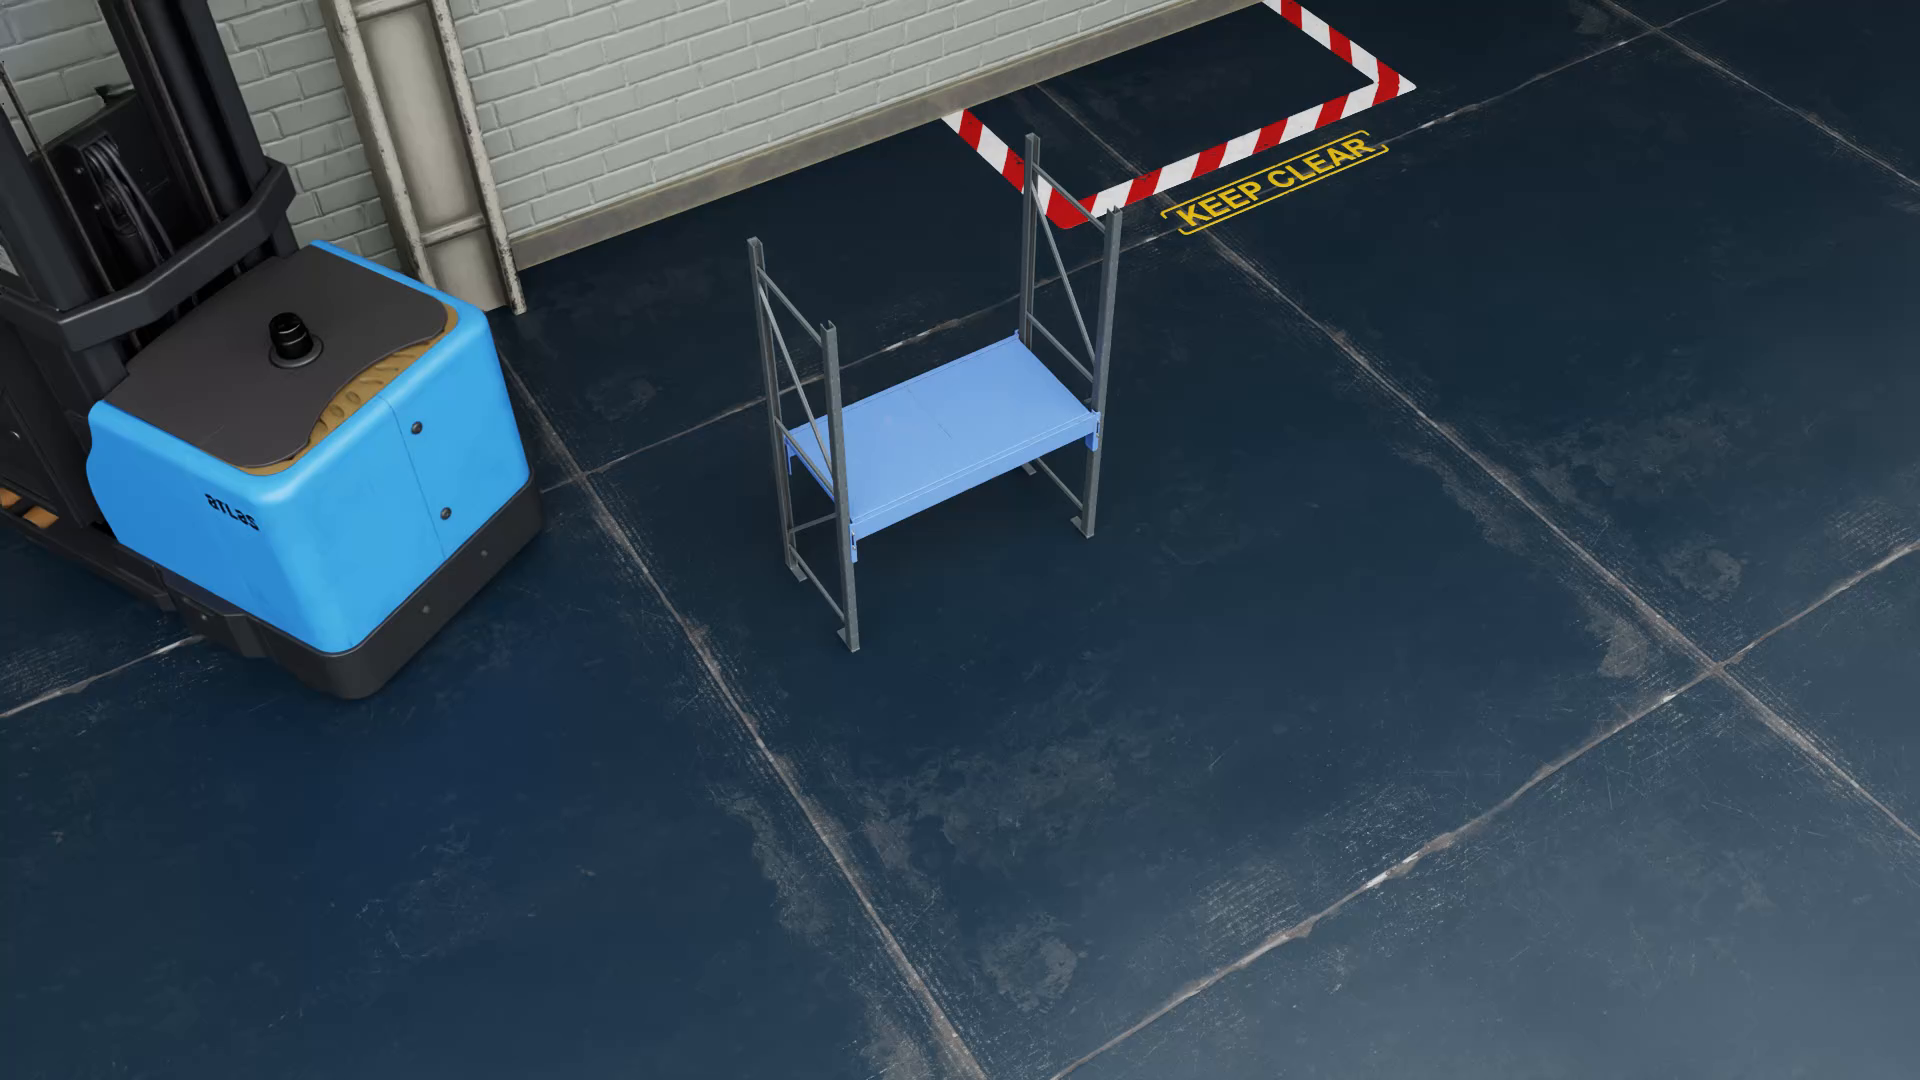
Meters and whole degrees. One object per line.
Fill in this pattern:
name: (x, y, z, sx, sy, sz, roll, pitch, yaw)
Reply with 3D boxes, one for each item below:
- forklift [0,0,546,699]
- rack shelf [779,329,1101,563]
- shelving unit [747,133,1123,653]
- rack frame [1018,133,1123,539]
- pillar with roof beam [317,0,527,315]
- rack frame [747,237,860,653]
forklift: (-3.083, -1.260, 5.409, 3.031, 2.935, 1.130, 23, 52, 19)
rack shelf: (-0.072, -0.345, 5.794, 1.000, 0.185, 0.538, -25, 53, -21)
shelving unit: (-0.072, -0.465, 5.660, 1.048, 1.500, 0.538, -25, 53, -21)
rack frame: (0.358, -0.667, 5.840, 0.032, 1.500, 0.500, -25, 53, -21)
pillar with roof beam: (0.195, -1.274, 1.359, 0.400, 9.000, 9.100, -25, 53, -21)
rack frame: (-0.502, -0.262, 5.479, 0.032, 1.500, 0.500, -25, 53, -21)
